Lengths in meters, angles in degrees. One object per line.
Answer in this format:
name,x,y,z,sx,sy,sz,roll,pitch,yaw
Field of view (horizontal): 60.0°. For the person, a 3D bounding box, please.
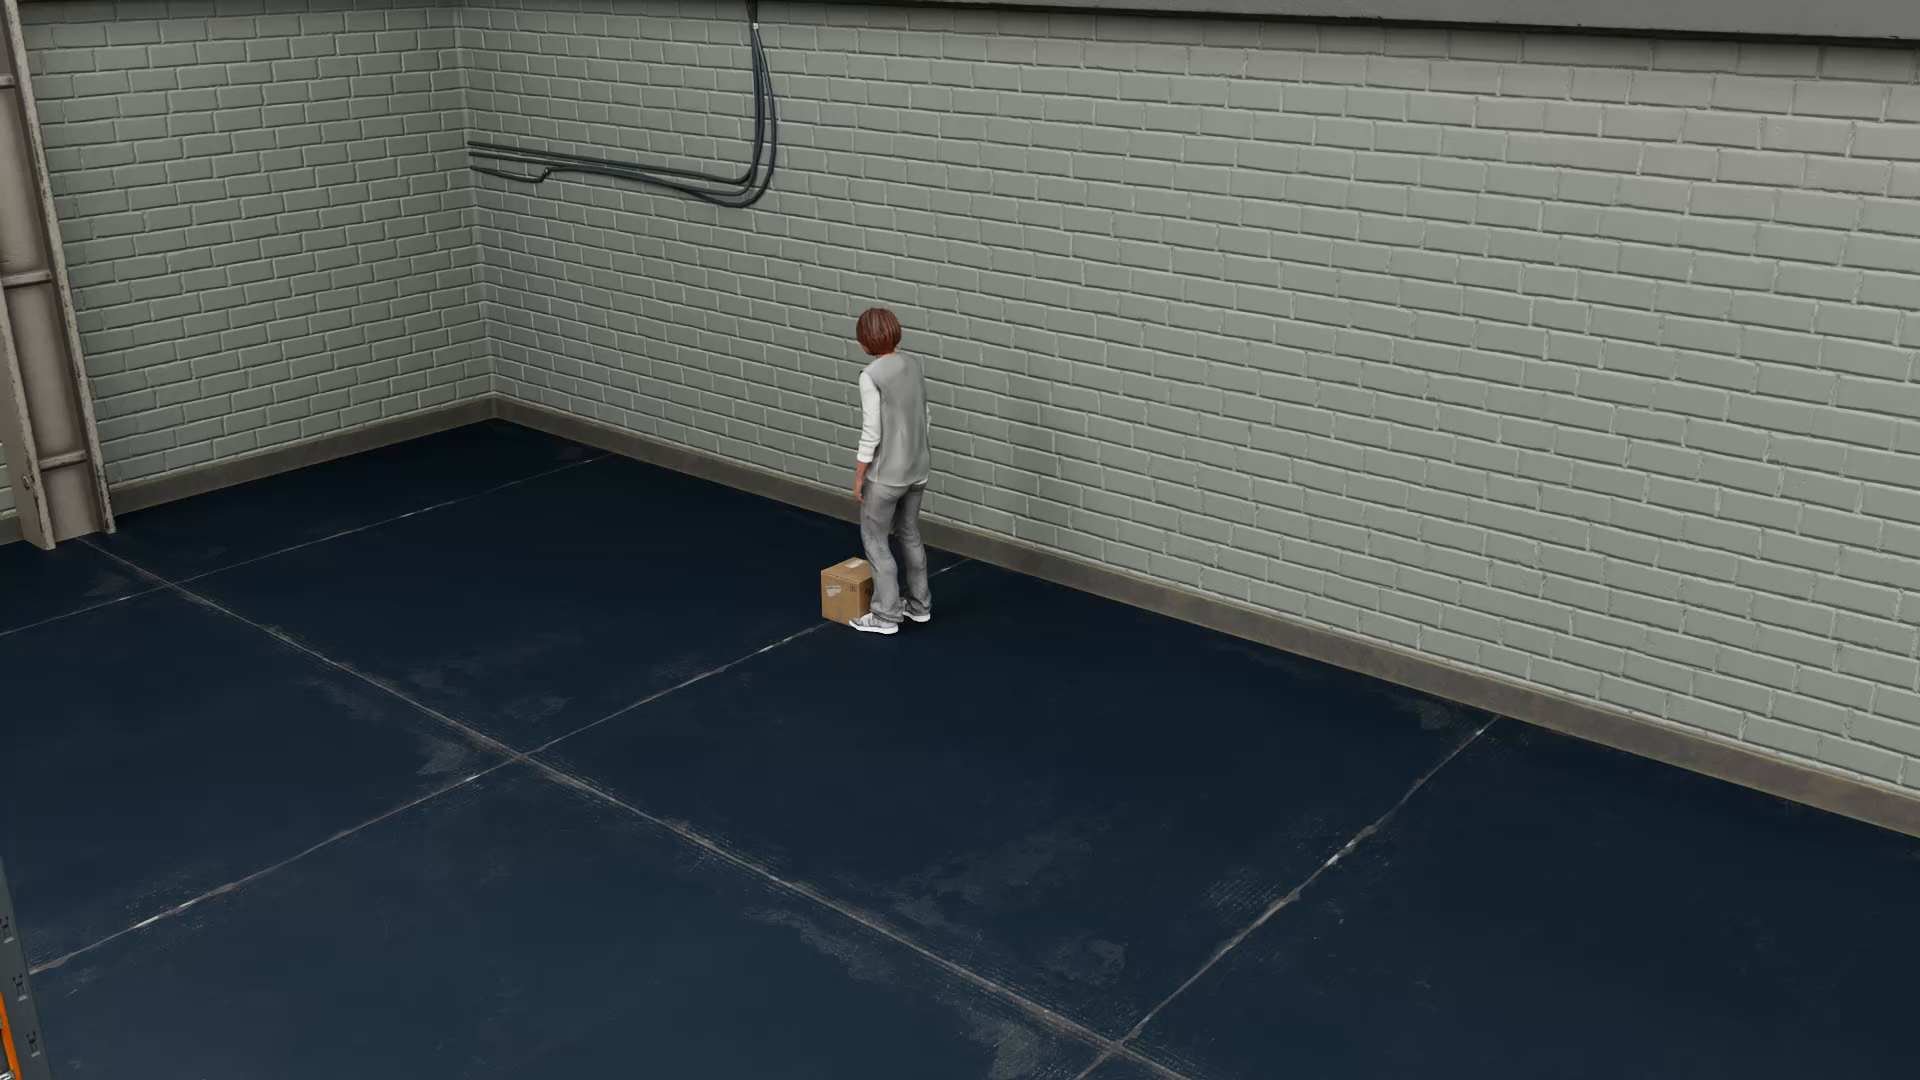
person,-0.331,-0.318,7.942,0.364,1.593,0.463,16,26,36
